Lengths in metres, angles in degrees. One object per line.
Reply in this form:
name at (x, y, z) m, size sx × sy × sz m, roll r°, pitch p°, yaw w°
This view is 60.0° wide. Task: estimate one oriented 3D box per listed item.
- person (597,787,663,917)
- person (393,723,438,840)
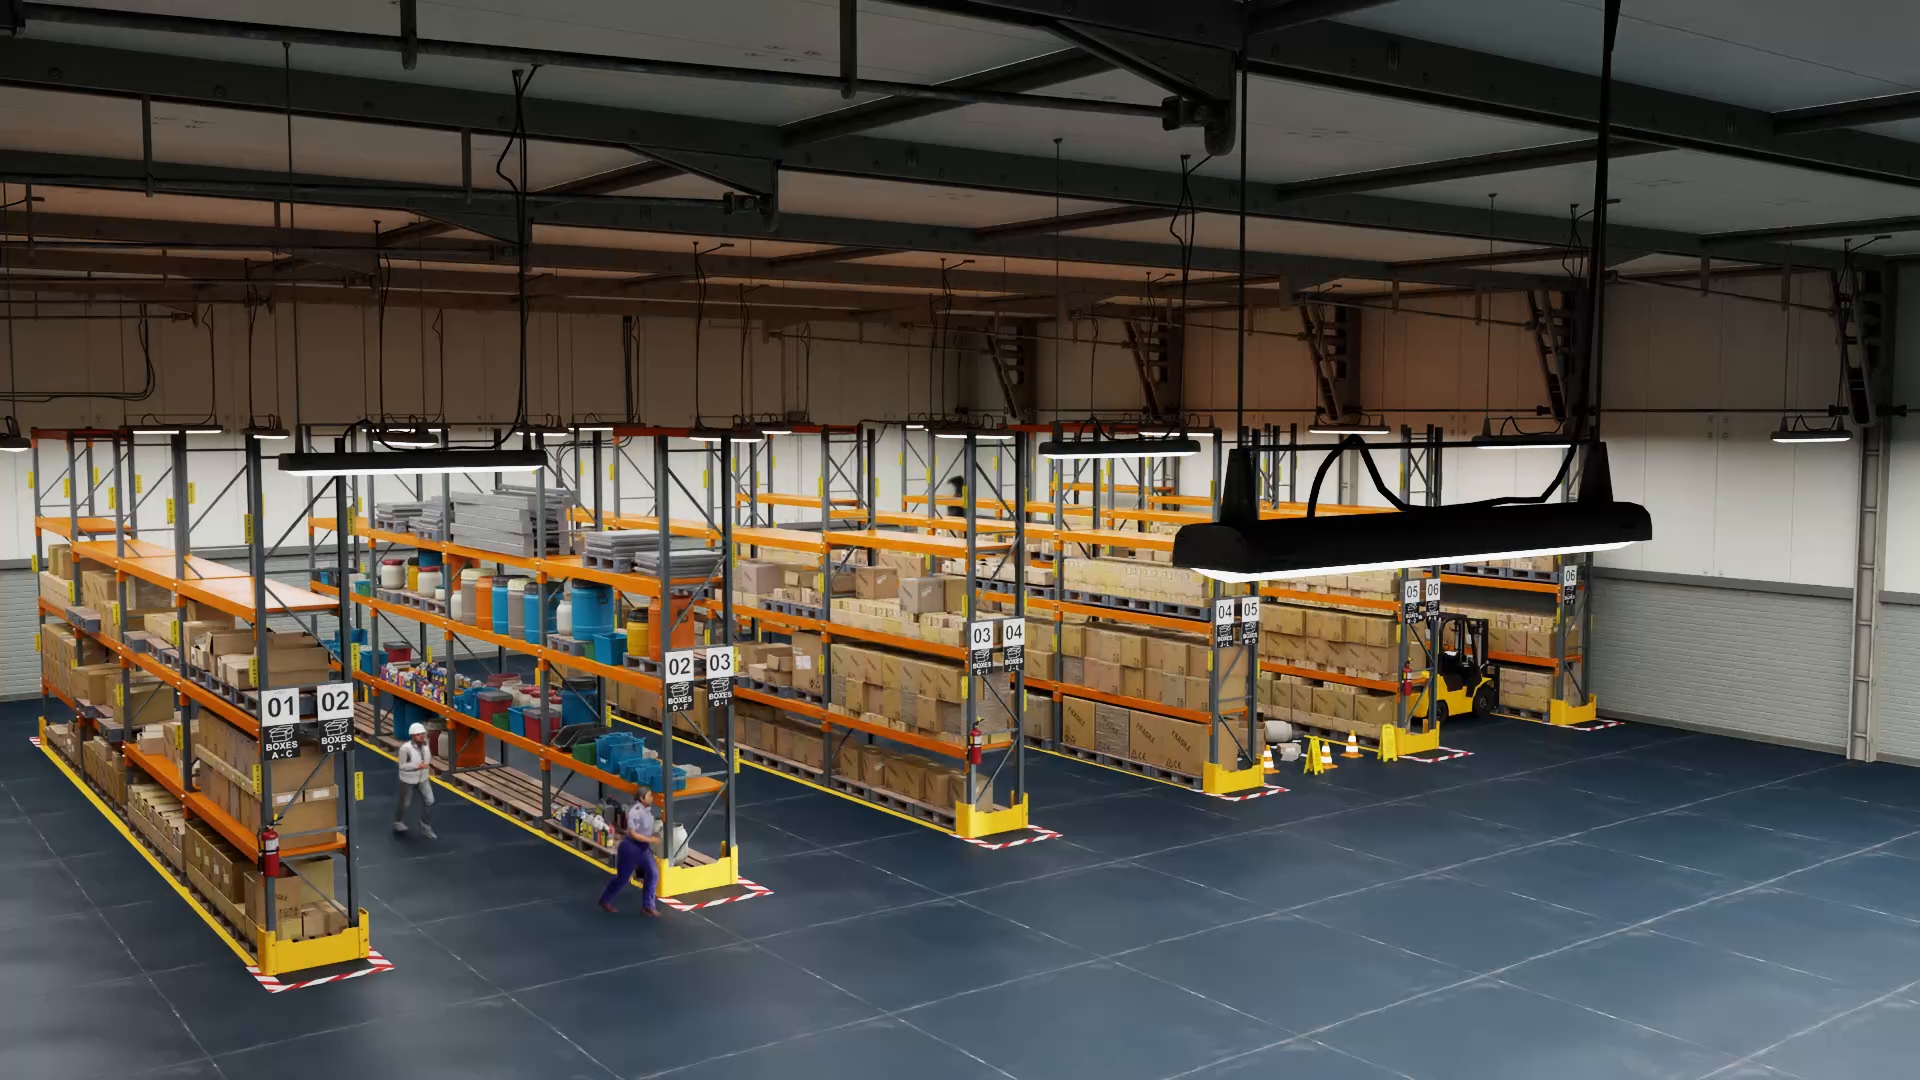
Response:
person at (-4.108, 3.908, 20.820) m, size 0.849 × 1.675 × 0.604 m, roll 1°, pitch 5°, yaw 17°
person at (-8.060, 3.542, 24.557) m, size 0.977 × 1.747 × 0.650 m, roll 4°, pitch 6°, yaw 43°
